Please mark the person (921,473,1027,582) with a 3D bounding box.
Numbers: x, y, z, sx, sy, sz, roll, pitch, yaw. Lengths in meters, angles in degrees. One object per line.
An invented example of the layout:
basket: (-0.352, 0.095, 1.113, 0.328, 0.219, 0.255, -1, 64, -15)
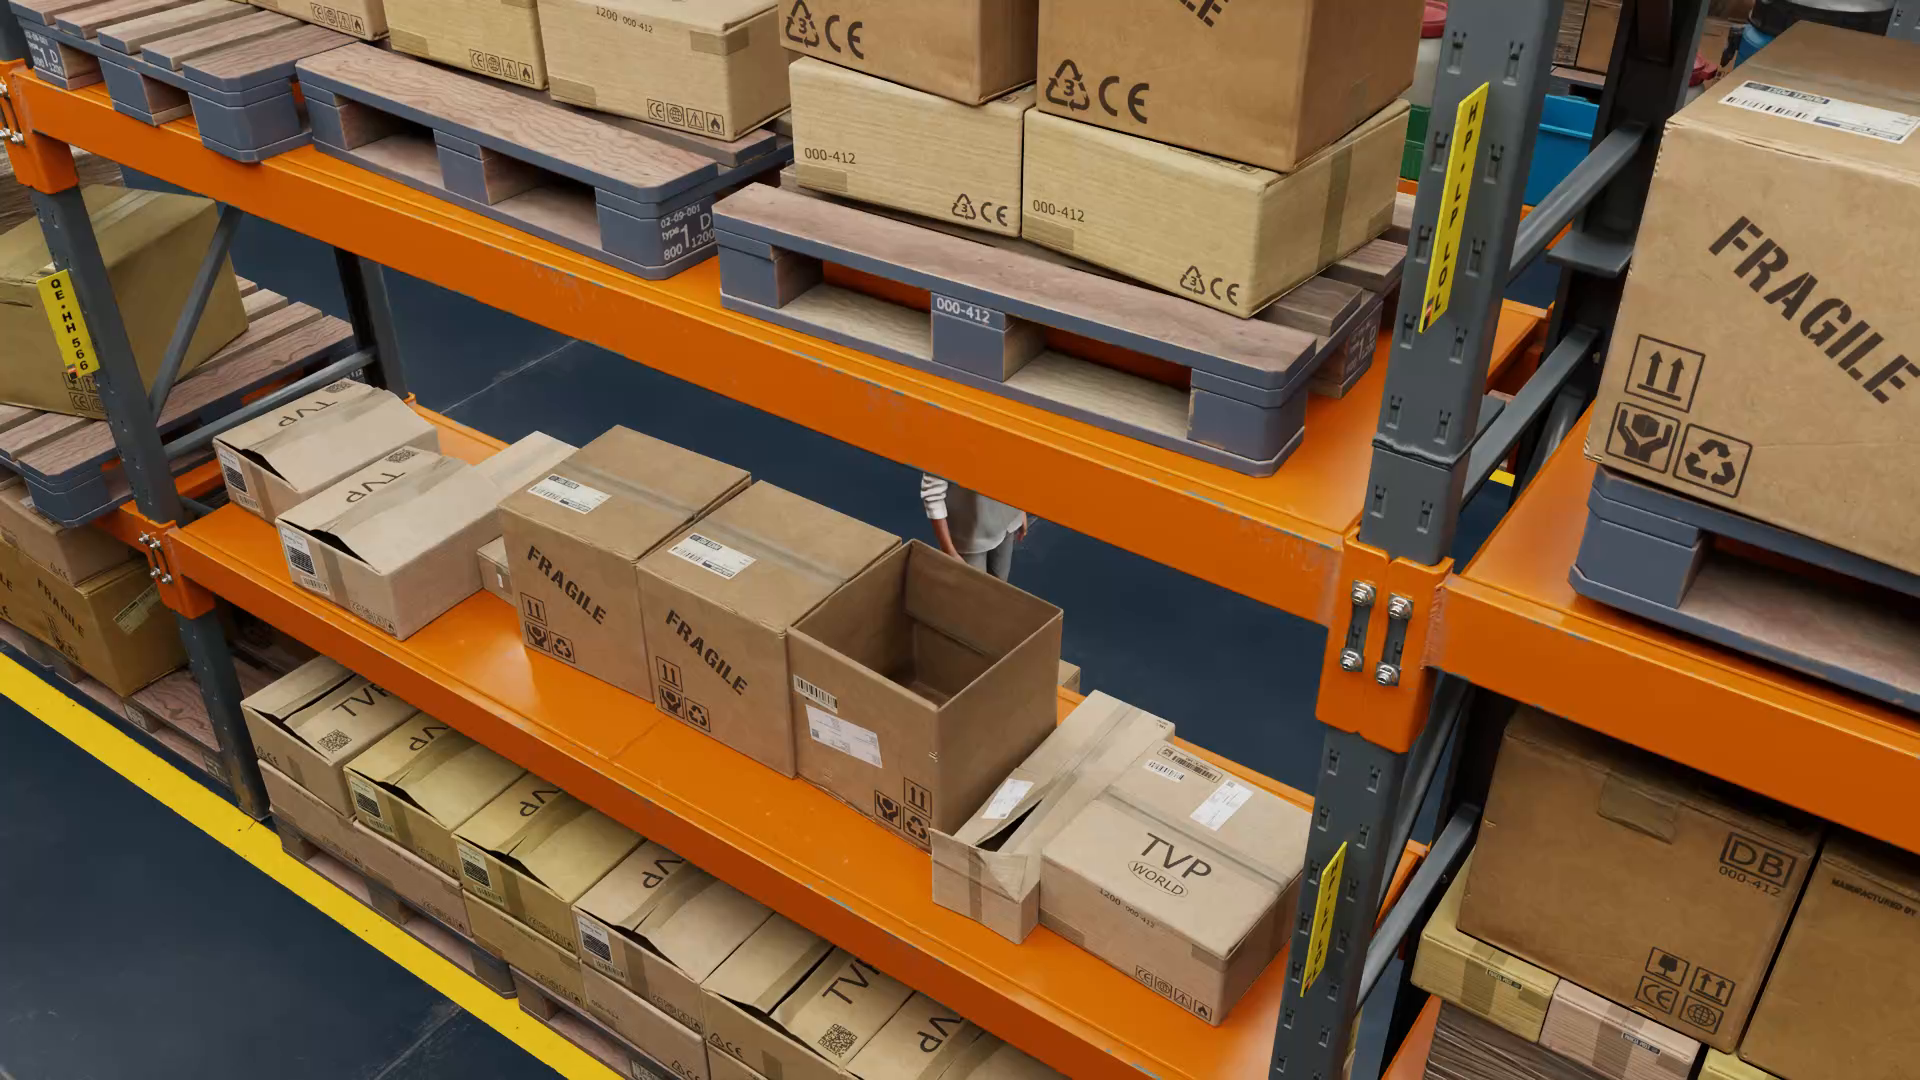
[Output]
person: (0.119, 0.009, 6.124, 0.476, 1.597, 0.520, 22, 41, 28)
